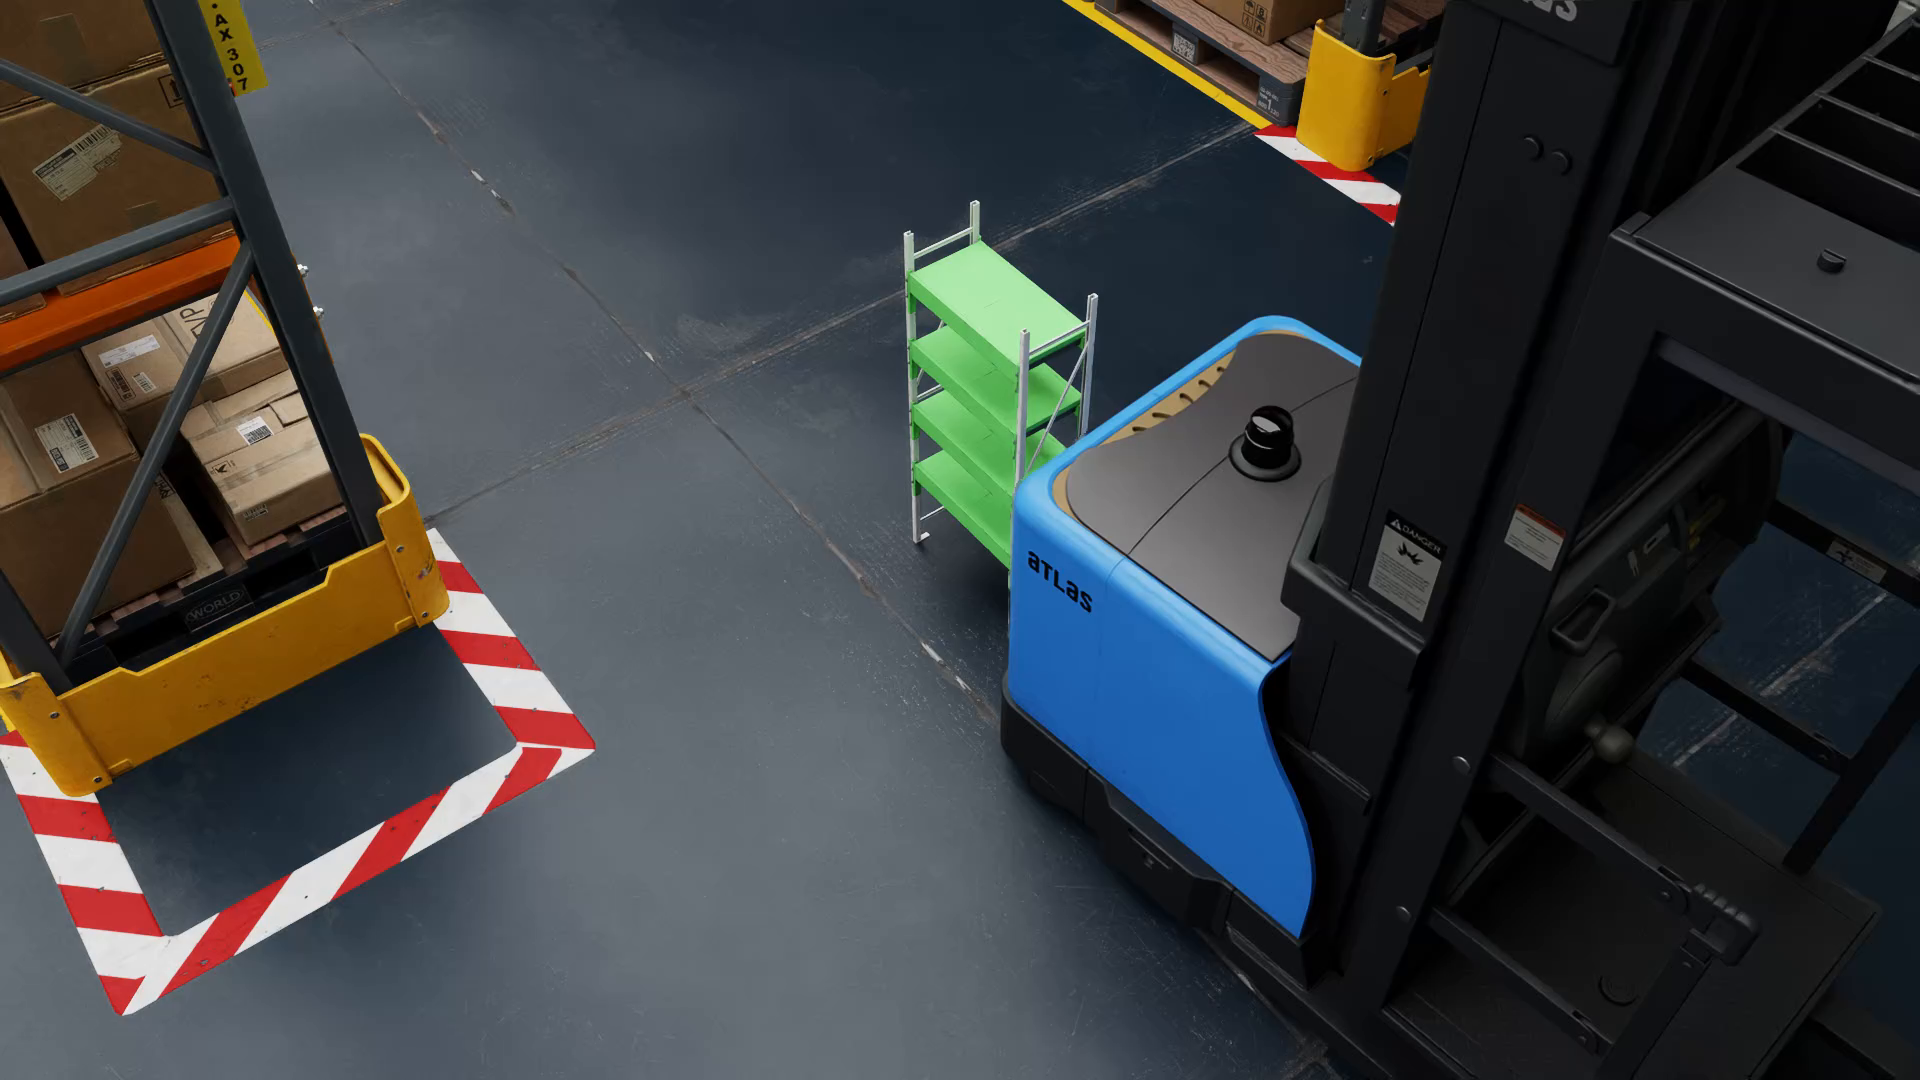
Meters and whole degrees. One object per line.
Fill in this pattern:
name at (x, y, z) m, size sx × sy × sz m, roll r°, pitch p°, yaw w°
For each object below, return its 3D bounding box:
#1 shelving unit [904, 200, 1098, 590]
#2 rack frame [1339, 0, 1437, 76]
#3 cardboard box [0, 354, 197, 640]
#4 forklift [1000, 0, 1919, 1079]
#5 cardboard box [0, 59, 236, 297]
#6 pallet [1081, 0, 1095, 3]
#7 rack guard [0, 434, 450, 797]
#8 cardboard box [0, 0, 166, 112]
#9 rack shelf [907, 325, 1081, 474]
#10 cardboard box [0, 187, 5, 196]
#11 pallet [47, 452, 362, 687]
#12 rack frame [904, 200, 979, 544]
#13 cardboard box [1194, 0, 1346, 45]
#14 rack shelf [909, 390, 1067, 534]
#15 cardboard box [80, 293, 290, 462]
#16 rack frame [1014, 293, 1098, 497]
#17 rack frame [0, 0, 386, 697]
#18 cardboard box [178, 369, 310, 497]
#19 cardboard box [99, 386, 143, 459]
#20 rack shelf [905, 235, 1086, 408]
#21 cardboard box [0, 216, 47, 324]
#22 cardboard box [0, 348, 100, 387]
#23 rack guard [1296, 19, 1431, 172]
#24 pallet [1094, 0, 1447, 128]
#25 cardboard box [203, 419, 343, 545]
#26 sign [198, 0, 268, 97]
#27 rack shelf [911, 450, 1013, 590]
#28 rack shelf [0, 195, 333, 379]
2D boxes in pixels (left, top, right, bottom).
shelving unit at (0.100, -0.305, 4.717) m, size 0.258 × 1.200 × 0.503 m, roll -29°, pitch 54°, yaw -24°
rack frame at (1.886, -2.818, 5.780) m, size 1.000 × 3.000 × 0.127 m, roll -29°, pitch 54°, yaw -24°
cardboard box at (-2.579, -0.112, 4.717) m, size 0.500 × 0.500 × 0.500 m, roll -29°, pitch 54°, yaw -24°
forklift at (1.491, 0.161, 3.126) m, size 1.130 × 2.935 × 3.031 m, roll -35°, pitch 57°, yaw -28°
cardboard box at (-2.113, -1.007, 4.071) m, size 0.500 × 0.500 × 0.500 m, roll -28°, pitch 54°, yaw -23°
pallet at (0.606, -3.037, 7.861) m, size 1.003 × 0.211 × 1.213 m, roll -29°, pitch 54°, yaw -24°
rack guard at (-2.100, 0.201, 4.731) m, size 1.175 × 0.500 × 0.348 m, roll -29°, pitch 54°, yaw -24°
cardboard box at (-2.113, -1.343, 3.701) m, size 0.500 × 0.500 × 0.500 m, roll -28°, pitch 54°, yaw -23°
rack shelf at (0.100, -0.424, 4.587) m, size 0.258 × 0.148 × 0.480 m, roll -29°, pitch 54°, yaw -24°
cardboard box at (-2.429, -1.309, 4.345) m, size 0.500 × 0.500 × 0.500 m, roll -30°, pitch 54°, yaw -24°
pallet at (-2.583, -0.172, 5.263) m, size 1.003 × 0.211 × 1.213 m, roll -29°, pitch 54°, yaw -24°
rack frame at (-0.048, -0.449, 4.847) m, size 0.240 × 1.200 × 0.015 m, roll -29°, pitch 54°, yaw -24°
cardboard box at (1.383, -2.488, 6.884) m, size 0.700 × 0.500 × 0.500 m, roll -29°, pitch 54°, yaw -24°
rack shelf at (0.100, -0.262, 4.764) m, size 0.258 × 0.148 × 0.480 m, roll -29°, pitch 54°, yaw -24°
cardboard box at (-2.460, -0.561, 5.293) m, size 0.500 × 0.250 × 0.500 m, roll -29°, pitch 54°, yaw -24°
rack frame at (0.248, -0.162, 4.587) m, size 0.240 × 1.200 × 0.015 m, roll -29°, pitch 54°, yaw -24°
rack frame at (-2.054, -0.594, 3.764) m, size 1.000 × 3.000 × 0.127 m, roll -29°, pitch 54°, yaw -24°
cardboard box at (-2.185, -0.339, 5.148) m, size 0.380 × 0.166 × 0.250 m, roll -29°, pitch 54°, yaw -24°
cardboard box at (-2.753, -0.279, 5.094) m, size 0.380 × 0.166 × 0.250 m, roll -29°, pitch 54°, yaw -24°
rack shelf at (0.100, -0.585, 4.409) m, size 0.258 × 0.148 × 0.480 m, roll -29°, pitch 54°, yaw -24°
cardboard box at (-2.542, -0.770, 3.856) m, size 0.500 × 0.500 × 0.500 m, roll -28°, pitch 54°, yaw -23°
cardboard box at (-3.130, -0.602, 5.330) m, size 0.500 × 0.250 × 0.500 m, roll -29°, pitch 54°, yaw -24°
rack guard at (1.901, -1.965, 6.694) m, size 1.175 × 0.500 × 0.348 m, roll -29°, pitch 54°, yaw -24°
pallet at (1.340, -2.318, 7.209) m, size 1.003 × 0.211 × 1.213 m, roll -29°, pitch 54°, yaw -24°
cardboard box at (-2.034, -0.185, 5.021) m, size 0.380 × 0.149 × 0.250 m, roll -29°, pitch 54°, yaw -24°
sign at (-1.622, -1.128, 3.664) m, size 0.100 × 0.325 × 0.005 m, roll -29°, pitch 54°, yaw -24°
rack shelf at (0.100, -0.101, 4.942) m, size 0.258 × 0.148 × 0.480 m, roll -29°, pitch 54°, yaw -24°
rack shelf at (-3.265, -1.532, 5.099) m, size 1.077 × 0.370 × 4.000 m, roll -29°, pitch 54°, yaw -24°
